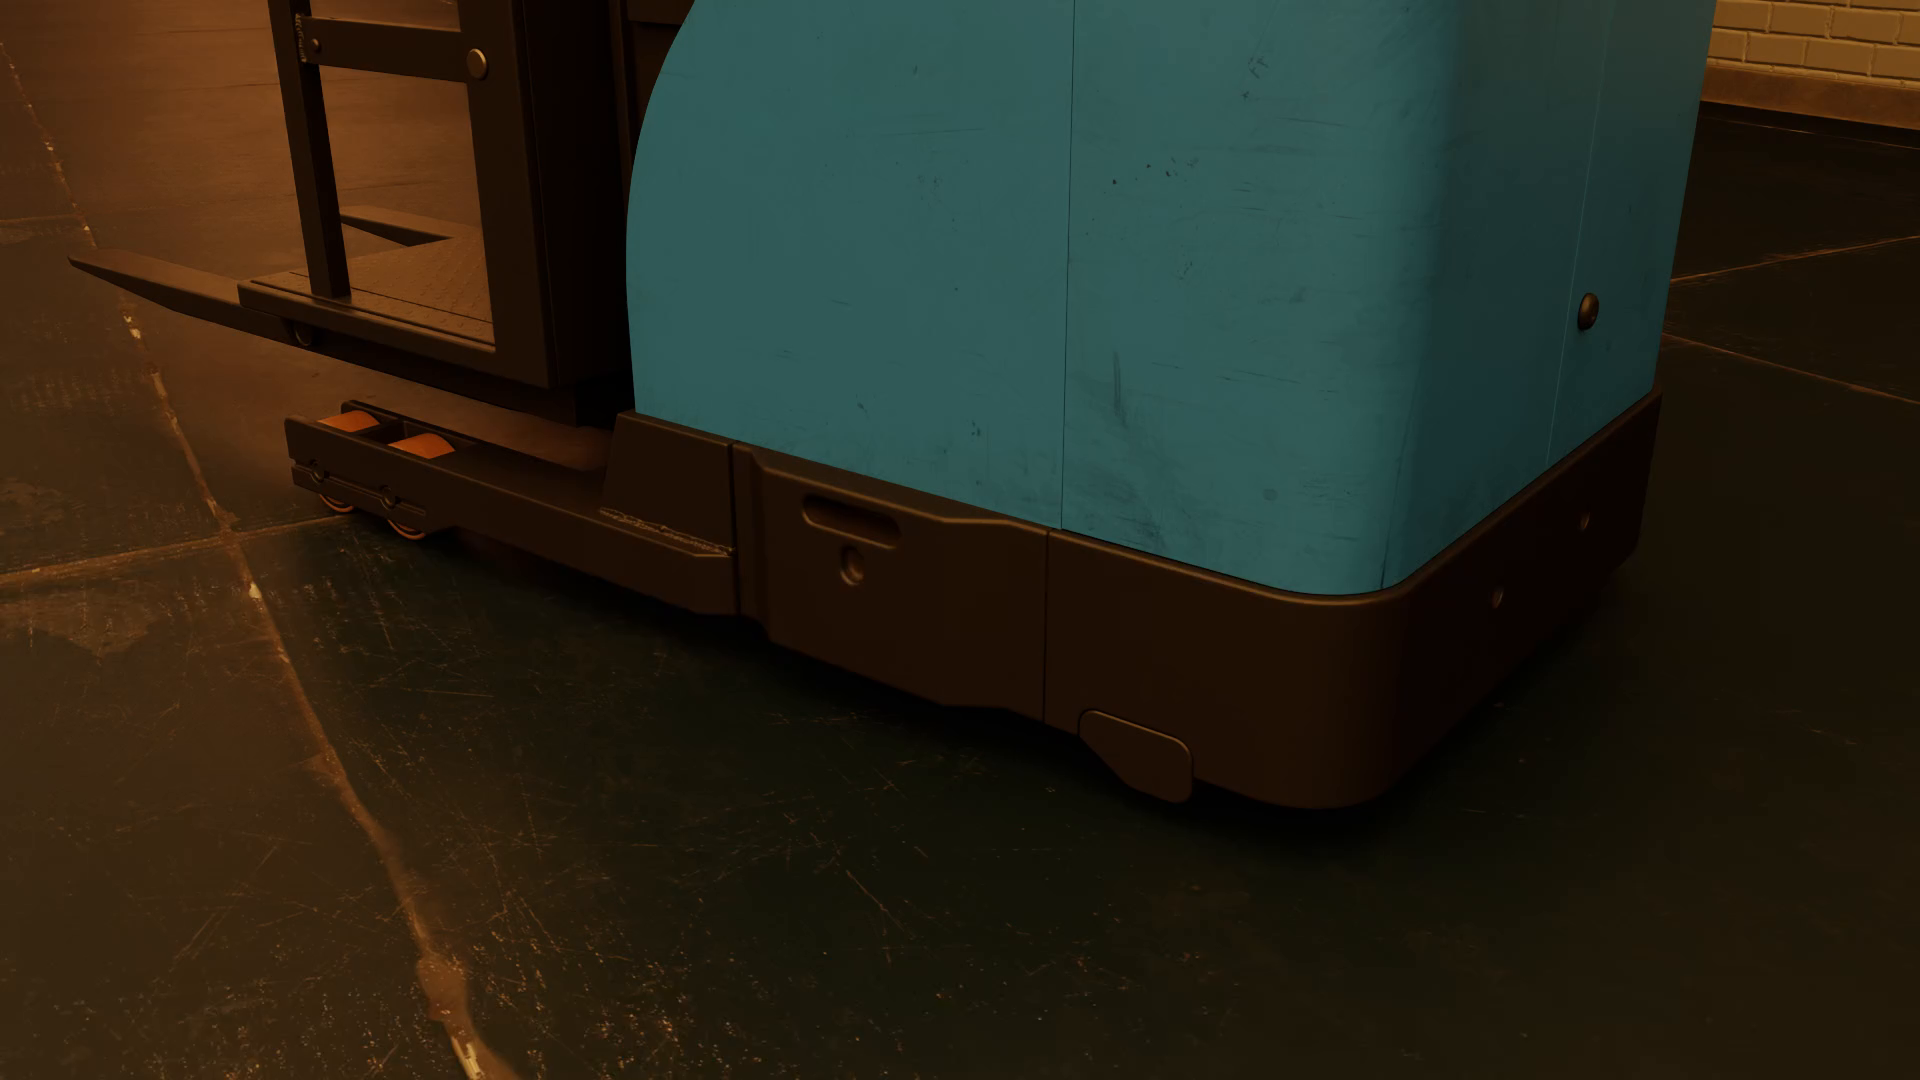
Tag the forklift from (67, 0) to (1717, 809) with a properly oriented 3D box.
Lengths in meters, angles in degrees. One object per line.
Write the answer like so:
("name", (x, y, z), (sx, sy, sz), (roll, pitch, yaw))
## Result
("forklift", (-0.481, -1.497, 2.422), (3.031, 2.935, 1.130), (16, 27, 34))
